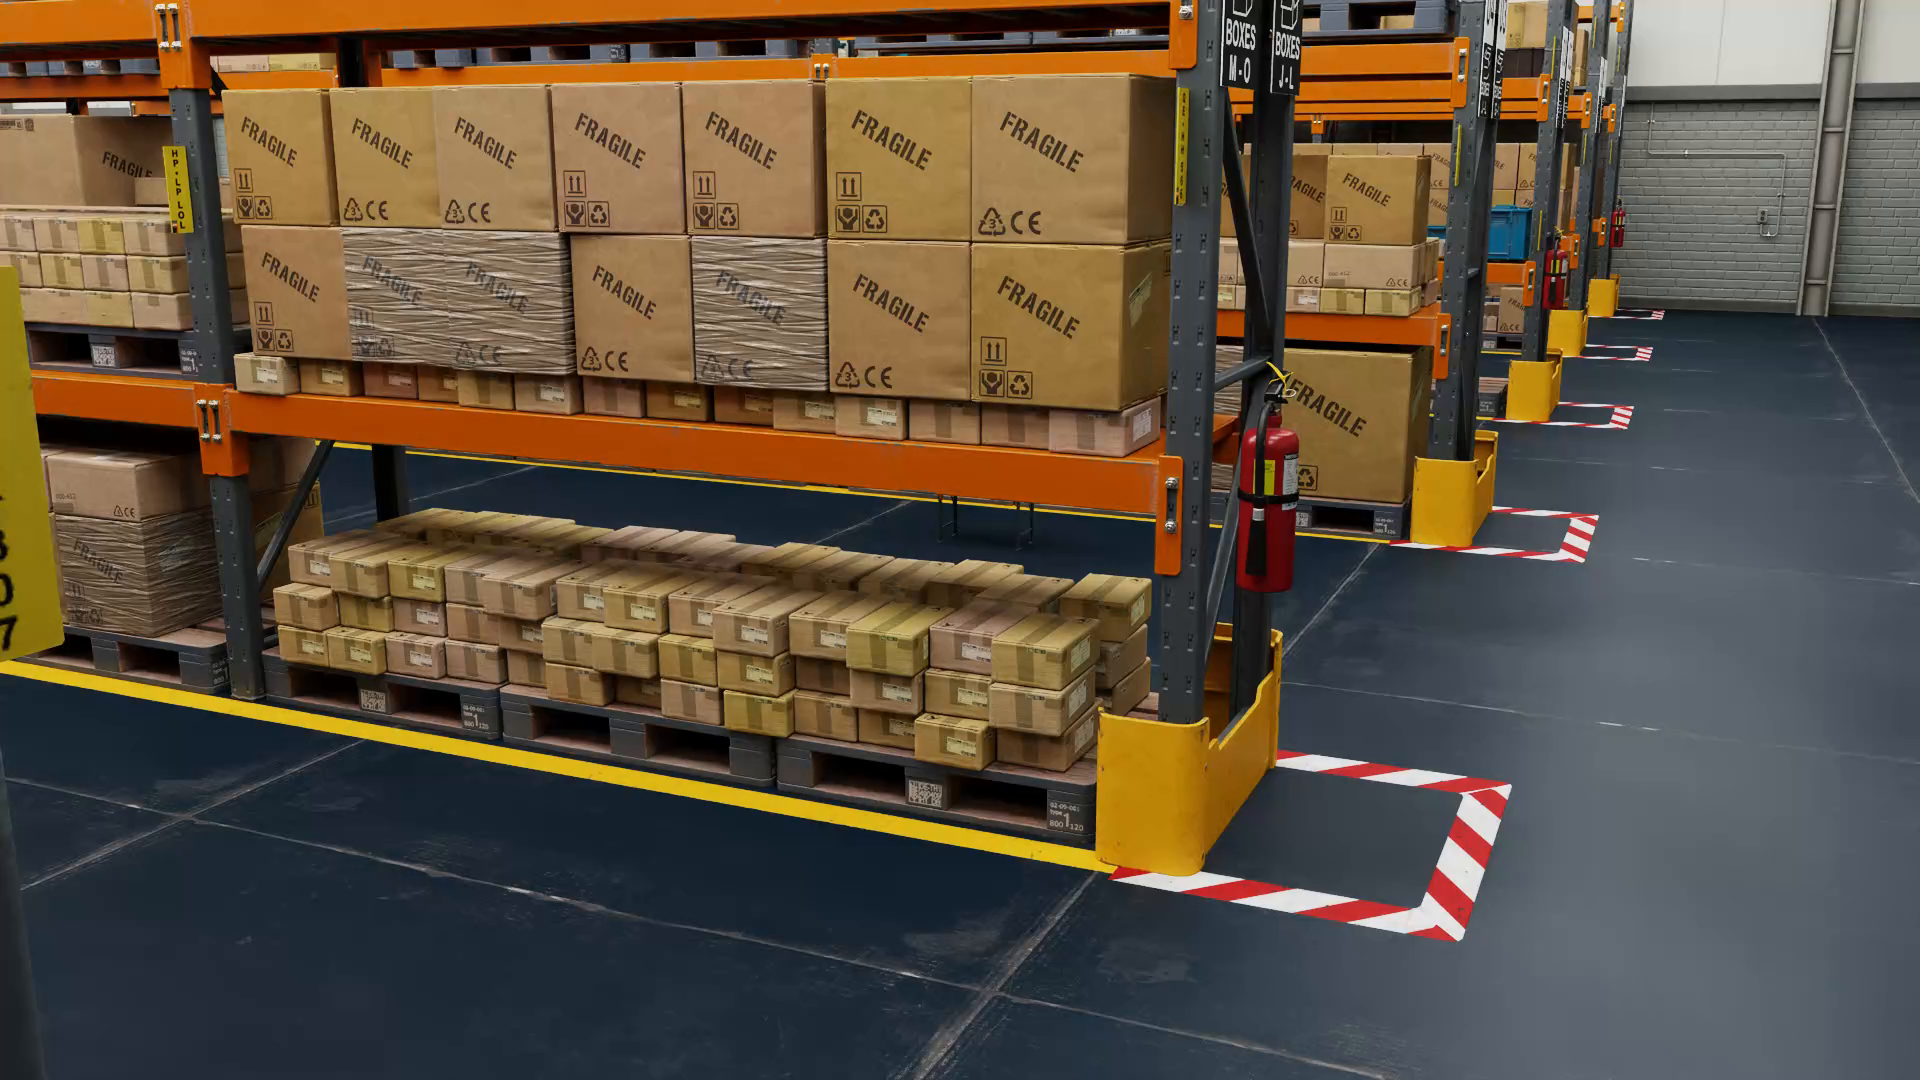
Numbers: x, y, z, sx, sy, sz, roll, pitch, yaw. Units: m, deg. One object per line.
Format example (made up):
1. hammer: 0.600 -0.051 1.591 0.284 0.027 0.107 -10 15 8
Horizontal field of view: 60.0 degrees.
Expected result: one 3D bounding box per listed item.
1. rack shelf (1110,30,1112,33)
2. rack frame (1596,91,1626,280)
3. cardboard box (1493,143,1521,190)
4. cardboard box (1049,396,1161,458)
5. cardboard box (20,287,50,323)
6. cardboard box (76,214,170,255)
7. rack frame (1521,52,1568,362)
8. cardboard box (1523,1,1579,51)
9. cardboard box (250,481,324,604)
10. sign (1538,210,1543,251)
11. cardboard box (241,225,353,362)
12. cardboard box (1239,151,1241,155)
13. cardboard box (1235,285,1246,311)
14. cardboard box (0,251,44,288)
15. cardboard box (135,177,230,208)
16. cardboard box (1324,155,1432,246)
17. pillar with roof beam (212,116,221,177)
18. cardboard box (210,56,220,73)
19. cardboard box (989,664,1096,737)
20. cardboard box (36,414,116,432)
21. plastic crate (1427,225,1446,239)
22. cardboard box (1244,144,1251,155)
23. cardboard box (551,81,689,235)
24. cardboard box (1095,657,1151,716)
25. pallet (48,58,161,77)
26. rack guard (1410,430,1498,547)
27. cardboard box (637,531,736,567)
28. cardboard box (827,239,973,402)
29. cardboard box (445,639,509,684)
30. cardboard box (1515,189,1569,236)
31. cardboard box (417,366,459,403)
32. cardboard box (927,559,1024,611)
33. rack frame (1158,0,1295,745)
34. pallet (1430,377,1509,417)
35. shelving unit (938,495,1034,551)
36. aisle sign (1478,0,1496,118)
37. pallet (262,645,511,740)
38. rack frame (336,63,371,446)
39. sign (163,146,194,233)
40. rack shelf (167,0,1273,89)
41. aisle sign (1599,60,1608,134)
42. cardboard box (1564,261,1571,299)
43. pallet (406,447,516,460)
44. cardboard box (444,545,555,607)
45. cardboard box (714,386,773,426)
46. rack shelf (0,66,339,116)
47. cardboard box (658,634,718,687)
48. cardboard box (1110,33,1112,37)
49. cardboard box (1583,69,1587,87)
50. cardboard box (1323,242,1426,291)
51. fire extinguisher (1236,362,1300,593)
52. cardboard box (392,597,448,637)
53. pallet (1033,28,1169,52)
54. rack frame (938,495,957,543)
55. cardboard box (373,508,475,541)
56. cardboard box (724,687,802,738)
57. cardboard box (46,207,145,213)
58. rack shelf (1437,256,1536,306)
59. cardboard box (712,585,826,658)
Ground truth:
1. rack shelf: 3.515 -7.587 24.841 4.000 0.370 1.077 6 14 23
2. rack frame: 9.001 -4.656 23.032 0.127 3.000 1.000 6 14 23
3. cardboard box: 6.017 -4.187 18.625 0.500 0.500 0.500 6 15 25
4. cardboard box: 0.468 -0.375 5.336 0.250 0.149 0.380 6 14 23
5. cardboard box: -3.914 -1.044 7.270 0.250 0.149 0.380 5 14 20
6. cardboard box: -3.469 -1.289 7.010 0.250 0.149 0.380 5 14 22
7. rack frame: 4.988 -2.587 14.214 0.127 3.000 1.000 6 14 23
8. cardboard box: 6.521 -5.661 18.341 0.500 0.500 0.700 6 14 23
9. cardboard box: -3.345 -0.007 7.772 0.500 0.500 0.500 6 15 25
10. sign: 4.780 -2.550 13.699 0.005 0.325 0.100 6 14 23
11. cardboard box: -2.426 -0.991 6.542 0.500 0.500 0.500 5 14 22
12. cardboard box: 4.349 -5.634 24.643 0.500 0.250 0.500 6 15 24
13. cardboard box: 1.827 -1.465 9.982 0.250 0.149 0.380 6 15 24
14. cardboard box: -3.939 -1.191 7.242 0.250 0.149 0.380 5 14 21
15. cardboard box: -6.367 -2.777 13.876 0.637 0.503 0.797 7 15 29
16. cardboard box: 2.430 -1.980 9.661 0.500 0.500 0.500 6 14 24
17. pillar with roof beam: -17.353 -9.385 30.050 0.400 9.000 9.100 6 14 23
18. cardboard box: -5.784 -3.763 12.987 0.500 0.250 0.500 6 15 25
19. cardboard box: 0.282 0.524 5.628 0.250 0.149 0.380 5 14 22
20. cardboard box: -4.298 -0.469 8.099 0.500 0.250 0.500 6 15 25
21. plastic crate: 4.294 -2.687 14.876 0.300 0.233 0.416 6 14 23
22. cardboard box: 3.657 -4.425 19.637 0.500 0.500 0.500 6 15 25
23. cardboard box: -1.066 -1.338 5.832 0.500 0.500 0.500 5 14 21
24. cardboard box: 0.531 0.542 6.199 0.250 0.149 0.380 6 15 24
25. pallet: -6.519 -3.857 13.471 1.003 0.211 1.213 6 14 23
26. rack guard: 3.004 -0.333 10.081 0.348 0.500 1.175 6 14 23
27. cardboard box: -1.124 0.082 6.860 0.250 0.149 0.380 5 14 21
28. cardboard box: -0.104 -0.756 5.540 0.500 0.500 0.500 6 14 22
29. cardboard box: -1.830 0.438 6.643 0.250 0.149 0.380 5 14 22
30. cardboard box: 6.478 -3.655 18.544 0.500 0.500 0.500 6 15 25
31. cardboard box: -1.873 -0.631 6.427 0.250 0.149 0.380 5 14 21
32. cardboard box: 0.060 0.198 6.364 0.250 0.149 0.380 6 14 23
33. rack frame: 0.880 -0.526 5.430 0.127 3.000 1.000 6 14 23
34. pallet: 4.250 -1.314 14.892 1.213 0.211 1.003 6 14 23
35. shelving unit: 0.151 -0.569 9.553 0.503 1.200 0.258 6 14 23
36. aisle sign: 2.926 -2.749 9.213 0.004 0.787 0.394 6 14 23
37. pallet: -2.148 0.516 7.093 1.213 0.211 1.003 6 14 23
38. rack frame: -4.333 -2.293 12.960 0.127 3.000 1.000 6 14 23
39. sign: -2.998 -1.343 6.380 0.005 0.325 0.100 6 14 23
40. rack shelf: -0.948 -1.821 5.958 4.000 0.370 1.077 6 14 23
41. aisle sign: 7.179 -4.942 18.559 0.004 0.787 0.394 6 14 23
42. cardboard box: 8.320 -3.688 23.457 0.500 0.500 0.700 6 14 23
43. pallet: -3.642 -0.847 12.900 1.213 0.211 1.003 6 14 23
44. cardboard box: -1.819 0.143 6.597 0.250 0.149 0.380 5 14 22
45. cardboard box: -0.674 -0.512 5.922 0.250 0.149 0.380 5 14 21
46. rack shelf: -6.161 -3.588 13.488 4.000 0.370 1.077 6 14 23
47. cardboard box: -0.899 0.403 6.142 0.250 0.149 0.380 7 15 26
48. cardboard box: 1.689 -5.938 20.573 0.600 0.600 0.600 5 14 21
49. cardboard box: 8.433 -6.416 23.154 0.500 0.250 0.500 7 15 26
50. cardboard box: 2.431 -1.614 9.743 0.500 0.250 0.500 6 14 22
51. fire extinguisher: 0.924 -0.187 4.971 0.183 0.674 0.296 6 14 23
52. cardboard box: -2.070 0.263 6.739 0.250 0.149 0.380 6 14 23
53. pallet: 1.180 -3.149 10.236 1.213 0.211 1.003 6 14 23
54. rack frame: -0.072 -0.591 9.649 0.015 1.200 0.240 6 14 23
55. cardboard box: -2.346 -0.024 7.309 0.250 0.149 0.380 6 15 25
56. cardboard box: -0.658 0.577 6.052 0.250 0.149 0.380 5 14 21
57. cardboard box: -4.133 -1.520 7.994 0.250 0.149 0.380 6 15 25
58. rack shelf: 3.159 -2.422 15.085 4.000 0.370 1.077 6 14 23
59. cardboard box: -0.680 0.289 5.977 0.250 0.149 0.380 6 15 25
